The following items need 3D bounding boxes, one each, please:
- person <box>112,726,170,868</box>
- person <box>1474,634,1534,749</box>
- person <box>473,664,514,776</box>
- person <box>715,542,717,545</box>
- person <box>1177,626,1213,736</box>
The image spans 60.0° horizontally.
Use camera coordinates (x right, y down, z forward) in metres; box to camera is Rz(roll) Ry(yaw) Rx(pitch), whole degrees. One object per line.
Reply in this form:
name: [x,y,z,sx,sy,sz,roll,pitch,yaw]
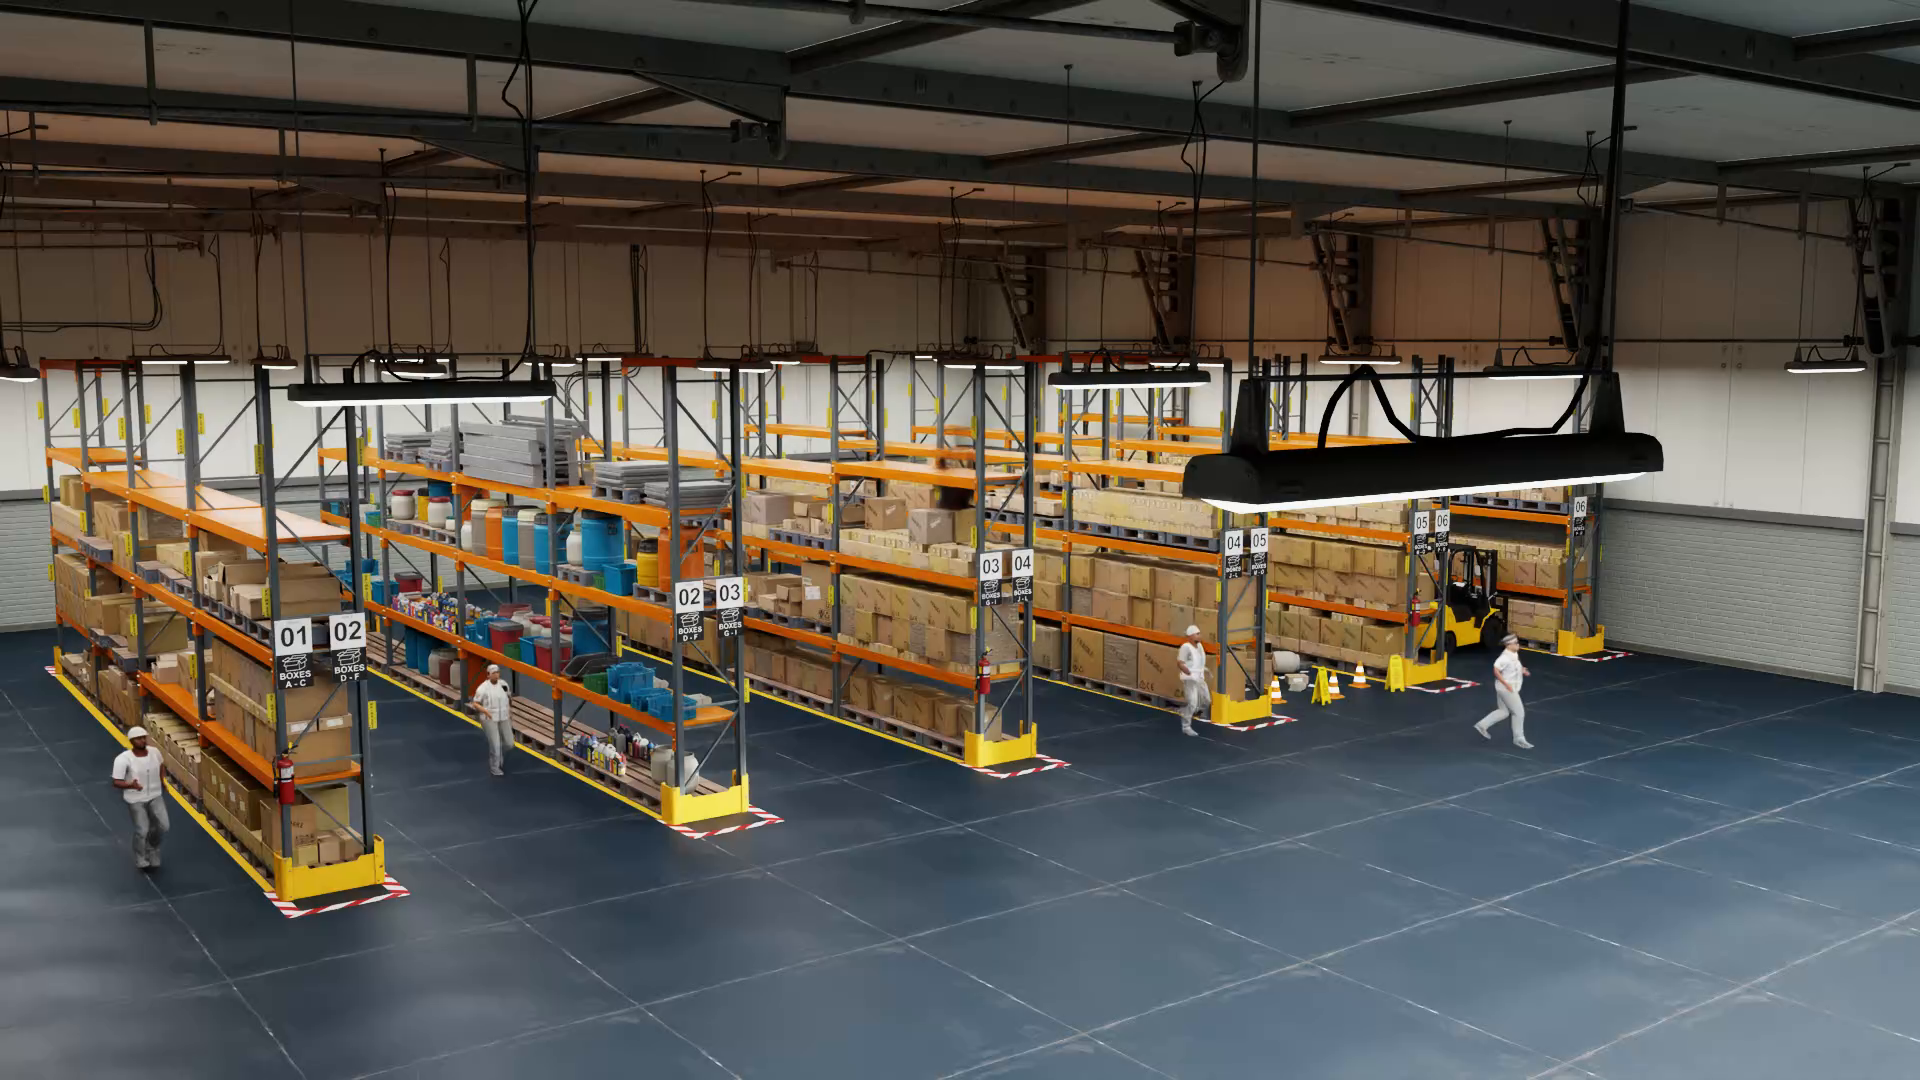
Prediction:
person: [-9.704,3.090,19.818,0.624,1.750,0.664,6,9,40]
person: [8.550,2.339,25.990,0.873,1.803,0.647,2,7,13]
person: [-6.799,2.616,24.313,0.604,1.616,0.575,-5,9,-38]
person: [-5.643,0.824,38.827,0.734,1.724,0.677,-2,7,-19]
person: [3.790,2.257,26.860,0.522,1.756,0.731,6,9,42]
